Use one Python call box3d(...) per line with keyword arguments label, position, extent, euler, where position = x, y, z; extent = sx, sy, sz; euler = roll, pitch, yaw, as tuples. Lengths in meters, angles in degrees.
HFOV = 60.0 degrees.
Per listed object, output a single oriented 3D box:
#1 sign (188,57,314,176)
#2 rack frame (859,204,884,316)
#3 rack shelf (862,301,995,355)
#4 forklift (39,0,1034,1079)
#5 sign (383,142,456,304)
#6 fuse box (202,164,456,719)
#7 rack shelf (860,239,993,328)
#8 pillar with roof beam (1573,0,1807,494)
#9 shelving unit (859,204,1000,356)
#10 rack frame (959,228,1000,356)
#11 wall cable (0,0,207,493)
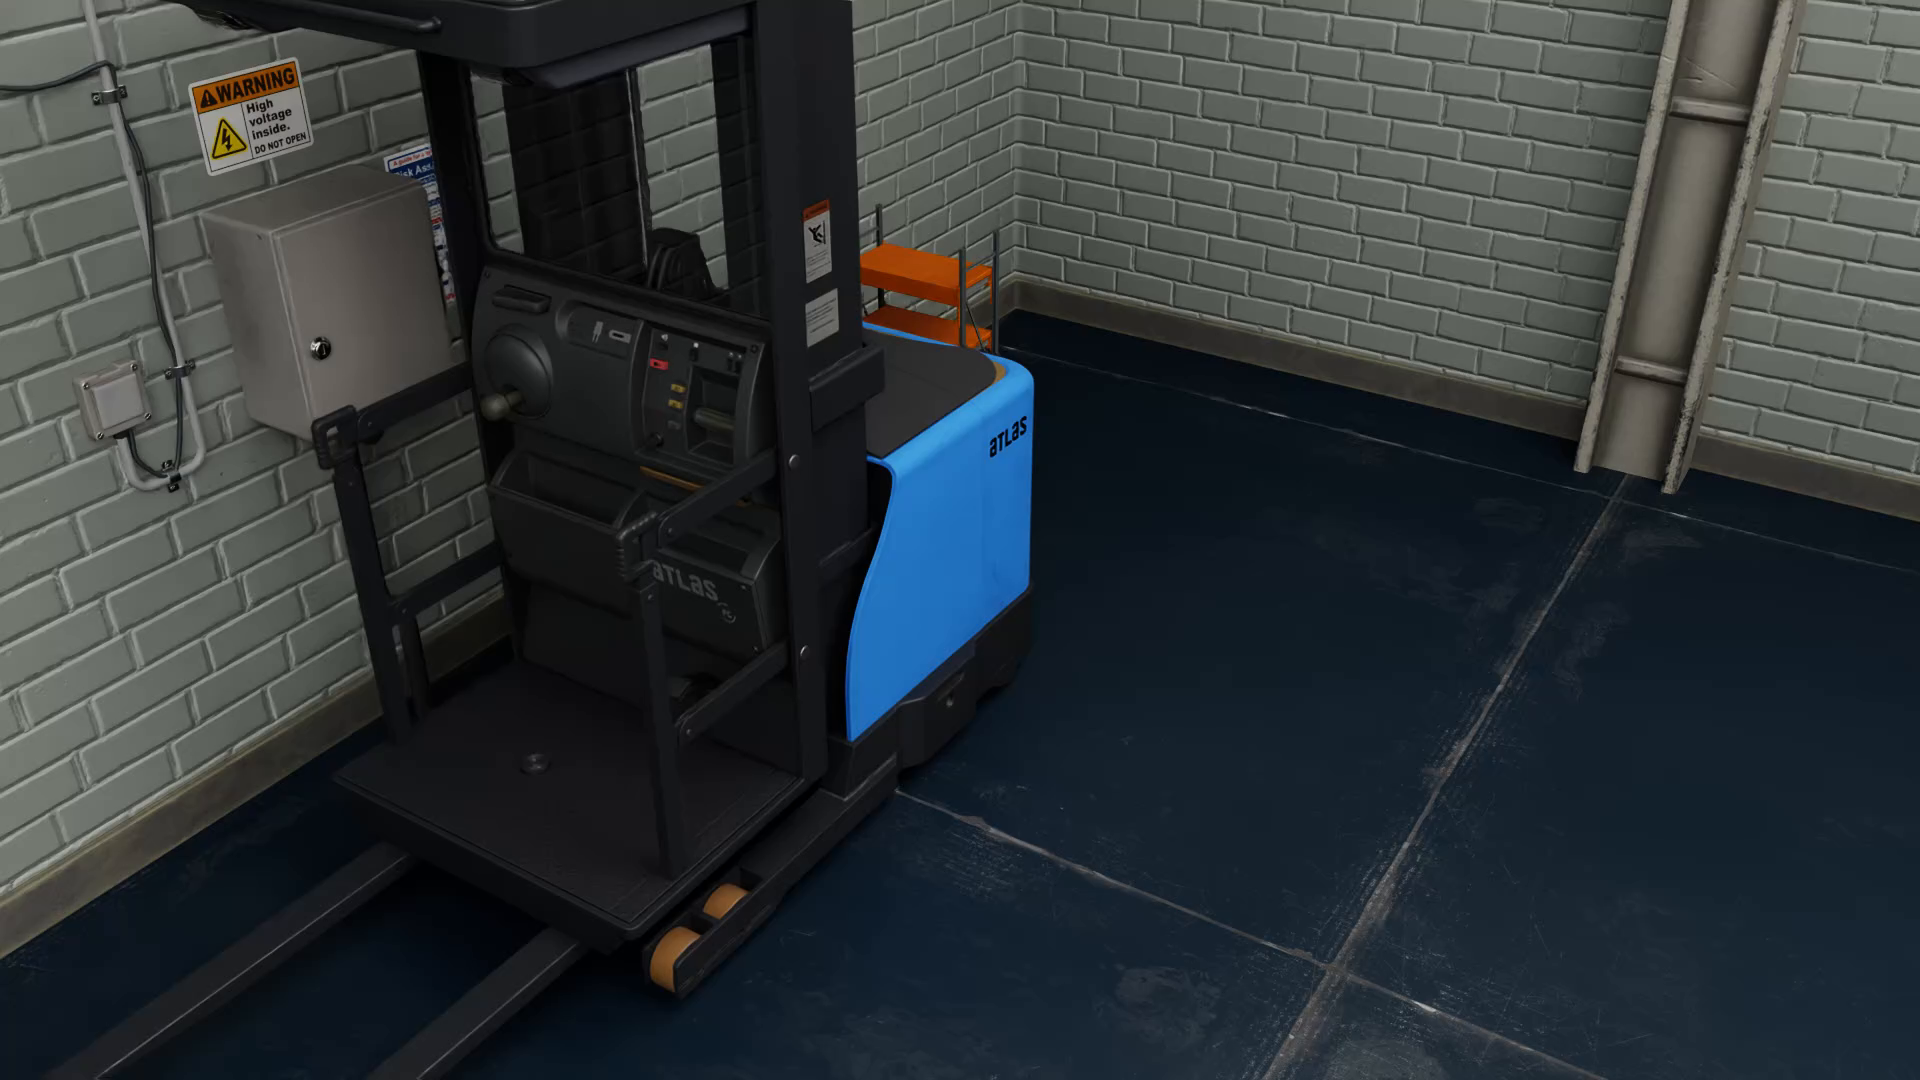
box3d(label="sign", position=(-1.853, -1.113, 4.361), extent=(0.001, 0.242, 0.339), euler=(18, 35, 27))
box3d(label="rack frame", position=(-0.347, -0.628, 6.136), extent=(0.015, 1.200, 0.240), euler=(18, 35, 27))
box3d(label="rack shelf", position=(-0.140, -0.698, 5.945), extent=(0.480, 0.148, 0.258), euler=(18, 35, 27))
box3d(label="forklift", position=(-0.979, -0.377, 3.987), extent=(1.130, 2.935, 3.031), euler=(18, 35, 28))
box3d(label="sign", position=(-1.561, -0.949, 4.995), extent=(0.001, 0.494, 0.329), euler=(18, 35, 27))
box3d(label="fuse box", position=(-1.648, -0.167, 4.839), extent=(0.414, 1.711, 0.539), euler=(18, 35, 27))
box3d(label="rack shelf", position=(-0.140, -0.902, 5.826), extent=(0.480, 0.148, 0.258), euler=(18, 35, 27))
box3d(label="pillar with roof beam", position=(0.442, -2.346, 1.342), extent=(0.400, 9.000, 9.100), euler=(18, 35, 27))
box3d(label="shelving unit", position=(-0.140, -0.563, 6.024), extent=(0.503, 1.200, 0.258), euler=(18, 35, 27))
box3d(label="rack frame", position=(0.066, -0.497, 5.912), extent=(0.015, 1.200, 0.240), euler=(18, 35, 27))
box3d(label="wall cable", position=(-2.144, -0.914, 3.831), extent=(0.122, 1.984, 0.588), euler=(18, 35, 27))
